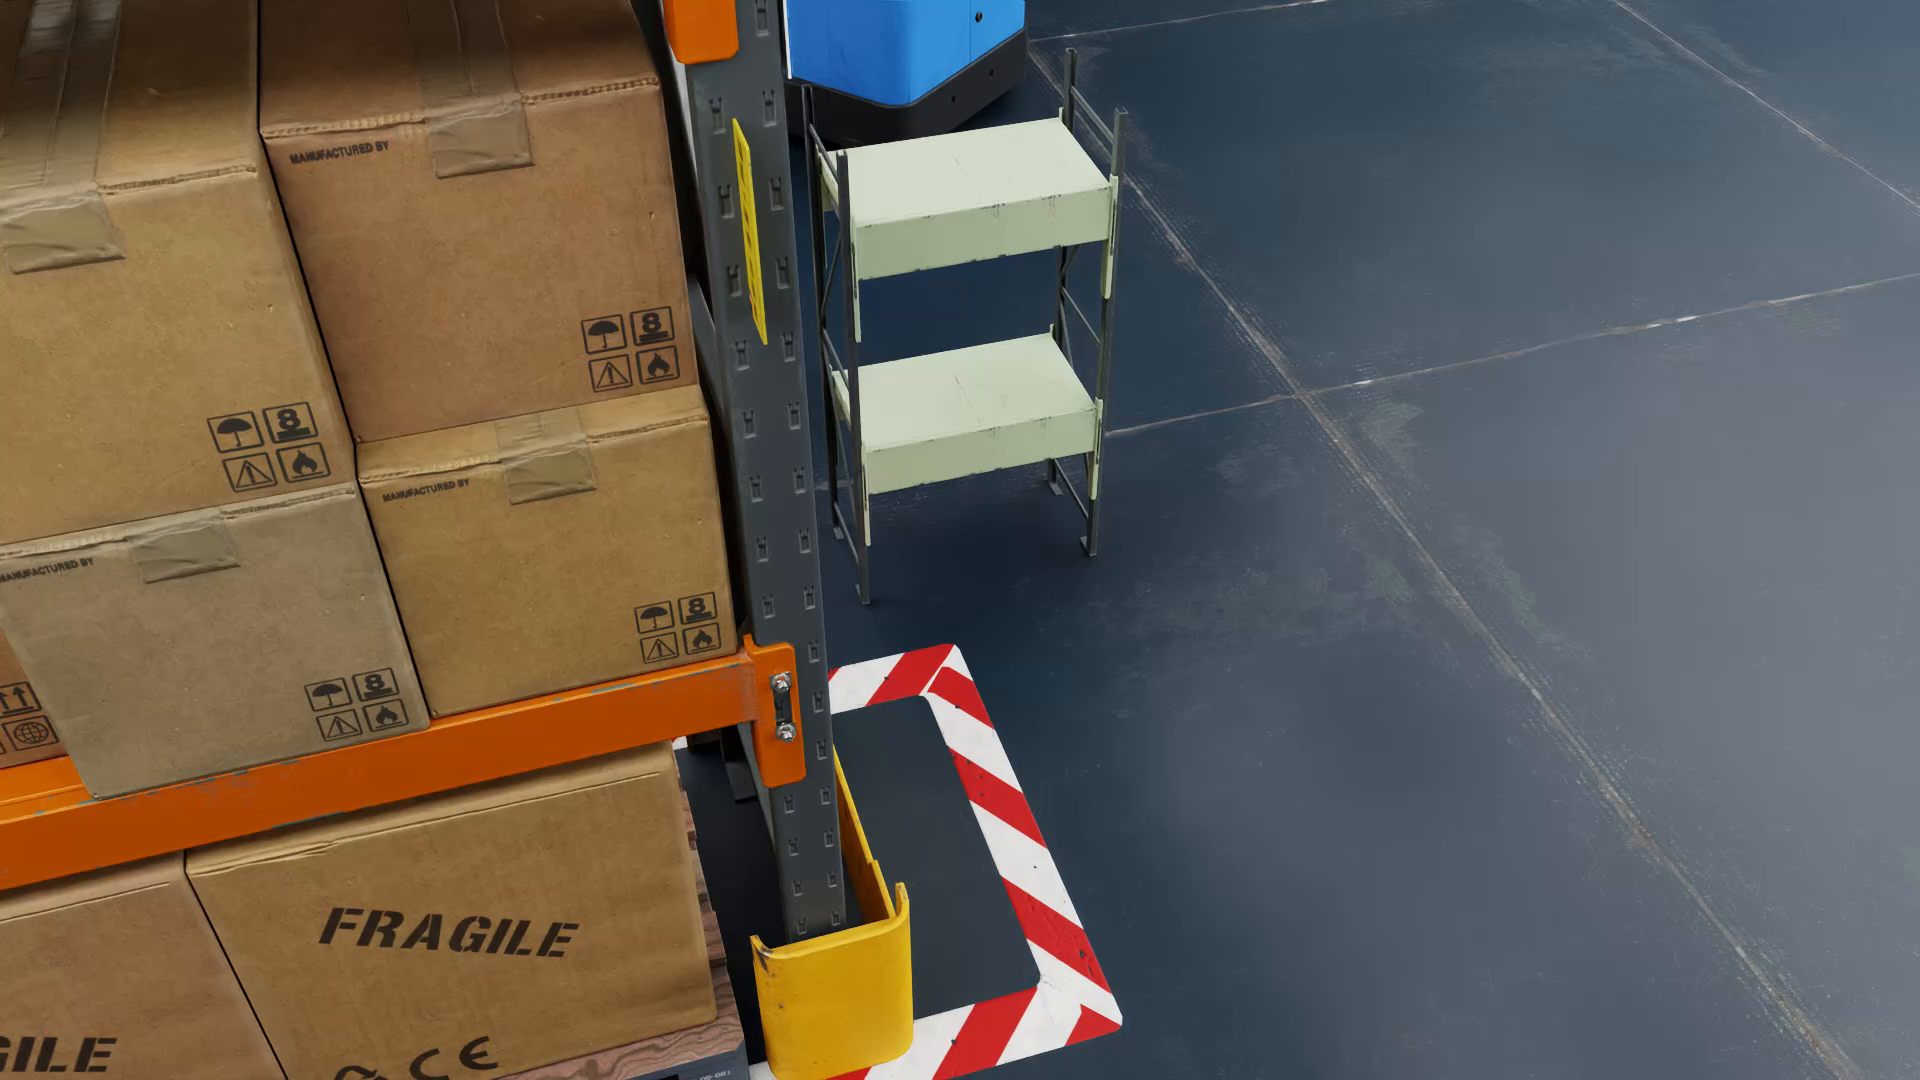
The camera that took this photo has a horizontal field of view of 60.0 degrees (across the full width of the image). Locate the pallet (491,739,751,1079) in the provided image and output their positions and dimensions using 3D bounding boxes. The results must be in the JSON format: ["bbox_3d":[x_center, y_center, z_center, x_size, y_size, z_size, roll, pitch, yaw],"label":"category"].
[{"bbox_3d":[-1.194,0.995,3.951,1.213,0.211,1.003,-12,42,-13],"label":"pallet"}]

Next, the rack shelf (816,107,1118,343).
[{"bbox_3d":[0.006,-0.860,4.501,0.720,0.370,0.431,-12,42,-13],"label":"rack shelf"}]

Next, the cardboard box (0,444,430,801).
[{"bbox_3d":[-1.314,-0.095,2.964,0.550,0.550,0.875,-12,42,-13],"label":"cardboard box"}]

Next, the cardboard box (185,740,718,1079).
[{"bbox_3d":[-1.082,0.555,3.630,0.875,0.875,0.875,-11,42,-13],"label":"cardboard box"}]

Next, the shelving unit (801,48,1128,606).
[{"bbox_3d":[0.006,-0.566,4.758,0.755,1.500,0.431,-12,42,-13],"label":"shelving unit"}]

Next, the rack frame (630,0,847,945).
[{"bbox_3d":[-0.455,-0.262,3.270,0.127,3.000,1.000,-12,42,-13],"label":"rack frame"}]

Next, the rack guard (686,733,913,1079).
[{"bbox_3d":[-0.432,0.674,4.098,0.348,0.500,1.175,-12,42,-13],"label":"rack guard"}]

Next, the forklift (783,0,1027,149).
[{"bbox_3d":[-1.210,-3.450,6.971,3.031,2.935,1.130,24,46,25],"label":"forklift"}]

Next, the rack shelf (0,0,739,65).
[{"bbox_3d":[-2.363,-0.726,2.068,4.000,0.370,1.077,-12,42,-13],"label":"rack shelf"}]

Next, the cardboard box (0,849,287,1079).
[{"bbox_3d":[-1.921,0.730,3.430,0.875,0.875,0.875,-12,43,-14],"label":"cardboard box"}]

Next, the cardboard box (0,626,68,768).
[{"bbox_3d":[-1.885,-0.063,2.928,0.550,0.550,0.875,-12,42,-13],"label":"cardboard box"}]

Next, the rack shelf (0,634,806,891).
[{"bbox_3d":[-2.363,0.404,3.055,4.000,0.370,1.077,-12,42,-13],"label":"rack shelf"}]

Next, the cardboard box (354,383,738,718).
[{"bbox_3d":[-0.796,-0.217,3.104,0.550,0.550,0.875,-12,42,-13],"label":"cardboard box"}]

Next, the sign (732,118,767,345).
[{"bbox_3d":[-0.305,-0.444,2.419,0.005,0.325,0.100,-12,42,-13],"label":"sign"}]

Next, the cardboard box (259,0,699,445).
[{"bbox_3d":[-0.821,-0.676,2.810,0.550,0.550,0.875,-12,42,-13],"label":"cardboard box"}]

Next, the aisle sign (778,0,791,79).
[{"bbox_3d":[-0.297,-1.067,2.216,0.004,0.787,0.394,-12,42,-13],"label":"aisle sign"}]

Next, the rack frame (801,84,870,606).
[{"bbox_3d":[-0.343,-0.494,4.675,0.023,1.500,0.400,-12,42,-13],"label":"rack frame"}]

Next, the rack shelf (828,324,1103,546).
[{"bbox_3d":[0.006,-0.321,4.973,0.720,0.370,0.431,-12,42,-13],"label":"rack shelf"}]

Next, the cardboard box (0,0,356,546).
[{"bbox_3d":[-1.318,-0.510,2.619,0.550,0.550,0.875,-12,42,-13],"label":"cardboard box"}]

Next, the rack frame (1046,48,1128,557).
[{"bbox_3d":[0.355,-0.638,4.841,0.023,1.500,0.400,-12,42,-13],"label":"rack frame"}]
